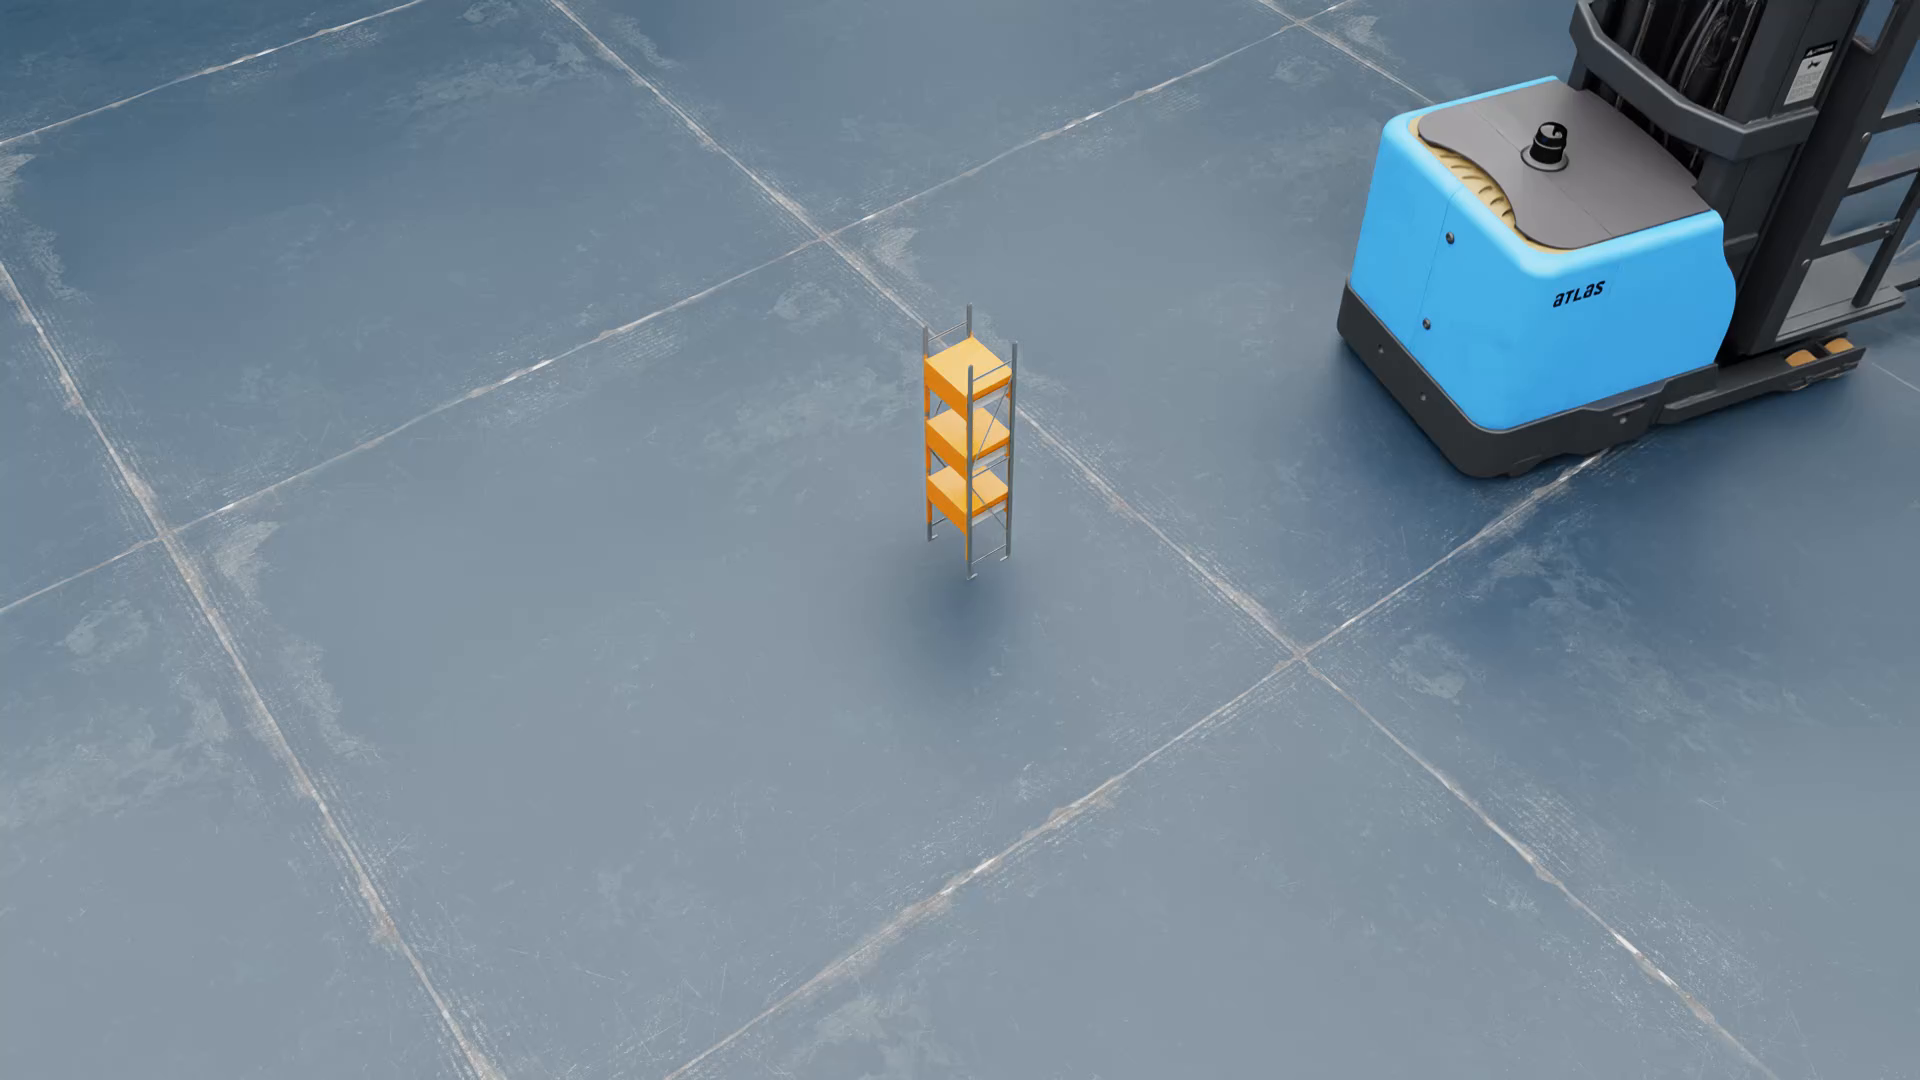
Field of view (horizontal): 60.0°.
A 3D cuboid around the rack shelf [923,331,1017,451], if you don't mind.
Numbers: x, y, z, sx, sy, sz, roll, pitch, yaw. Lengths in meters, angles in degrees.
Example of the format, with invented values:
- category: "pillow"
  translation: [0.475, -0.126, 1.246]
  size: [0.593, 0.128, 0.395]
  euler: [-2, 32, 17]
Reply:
- category: "rack shelf"
  translation: [0.032, -0.505, 5.630]
  size: [0.215, 0.259, 0.240]
  euler: [-29, 54, -24]

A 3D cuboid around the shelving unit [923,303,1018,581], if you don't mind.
- category: "shelving unit"
  translation: [0.032, -0.321, 5.832]
  size: [0.215, 1.050, 0.252]
  euler: [-29, 54, -24]

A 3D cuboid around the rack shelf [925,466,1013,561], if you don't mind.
- category: "rack shelf"
  translation: [0.032, -0.127, 6.046]
  size: [0.215, 0.259, 0.240]
  euler: [-29, 54, -24]

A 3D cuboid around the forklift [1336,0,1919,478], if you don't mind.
- category: "forklift"
  translation: [3.143, -1.940, 6.031]
  size: [3.031, 2.935, 1.130]
  euler: [-17, 50, -15]

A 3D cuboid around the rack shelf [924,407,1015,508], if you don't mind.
- category: "rack shelf"
  translation: [0.032, -0.314, 5.840]
  size: [0.215, 0.259, 0.240]
  euler: [-29, 54, -24]

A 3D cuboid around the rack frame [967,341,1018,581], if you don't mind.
- category: "rack frame"
  translation: [0.106, -0.249, 5.767]
  size: [0.200, 1.050, 0.008]
  euler: [-29, 54, -24]

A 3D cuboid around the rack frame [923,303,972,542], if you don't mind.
- category: "rack frame"
  translation: [-0.041, -0.393, 5.898]
  size: [0.200, 1.050, 0.008]
  euler: [-29, 54, -24]
